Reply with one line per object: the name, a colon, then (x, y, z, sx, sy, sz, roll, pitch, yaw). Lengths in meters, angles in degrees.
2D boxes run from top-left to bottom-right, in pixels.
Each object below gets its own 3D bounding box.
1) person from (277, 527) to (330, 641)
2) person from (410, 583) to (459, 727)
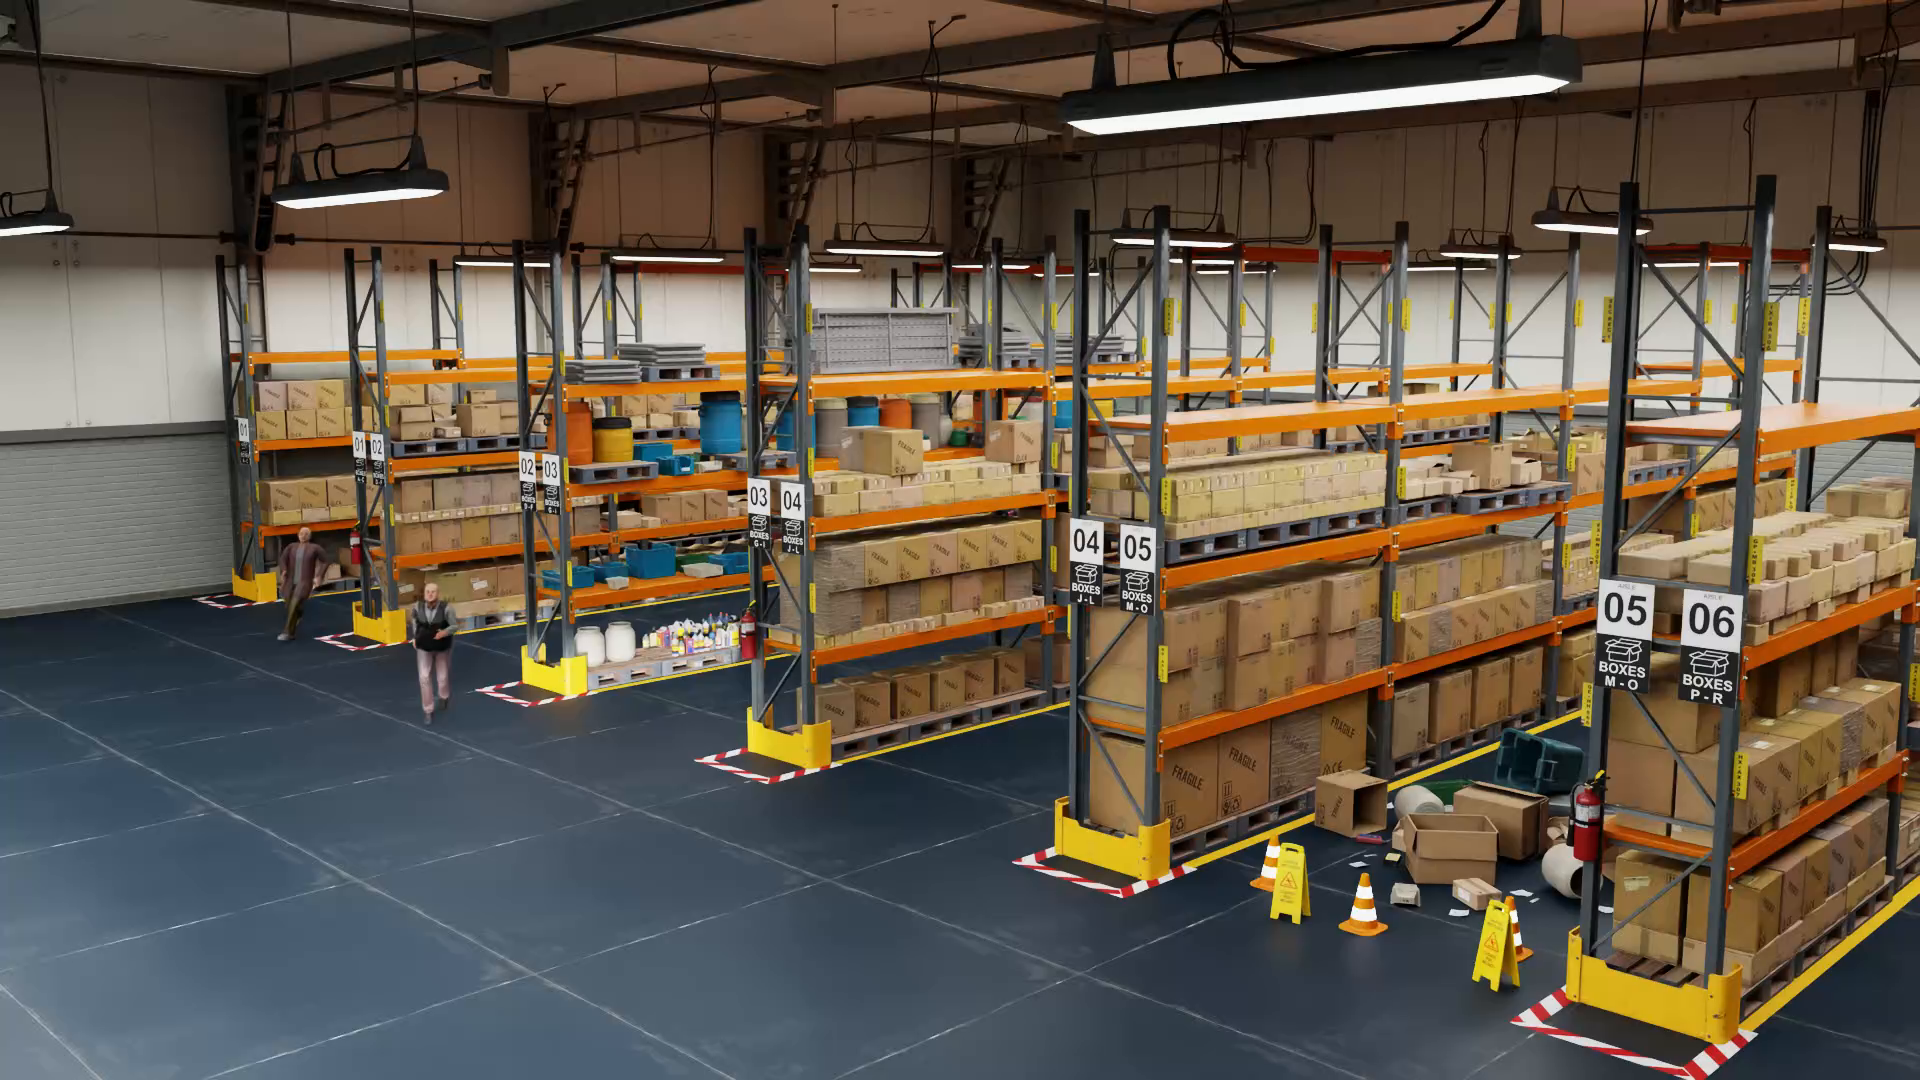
person: (-10.210, 0.659, 25.834, 0.771, 1.717, 0.891, 0, 8, 2)
person: (-6.554, 1.390, 20.780, 0.590, 1.759, 0.915, -2, 8, -14)
